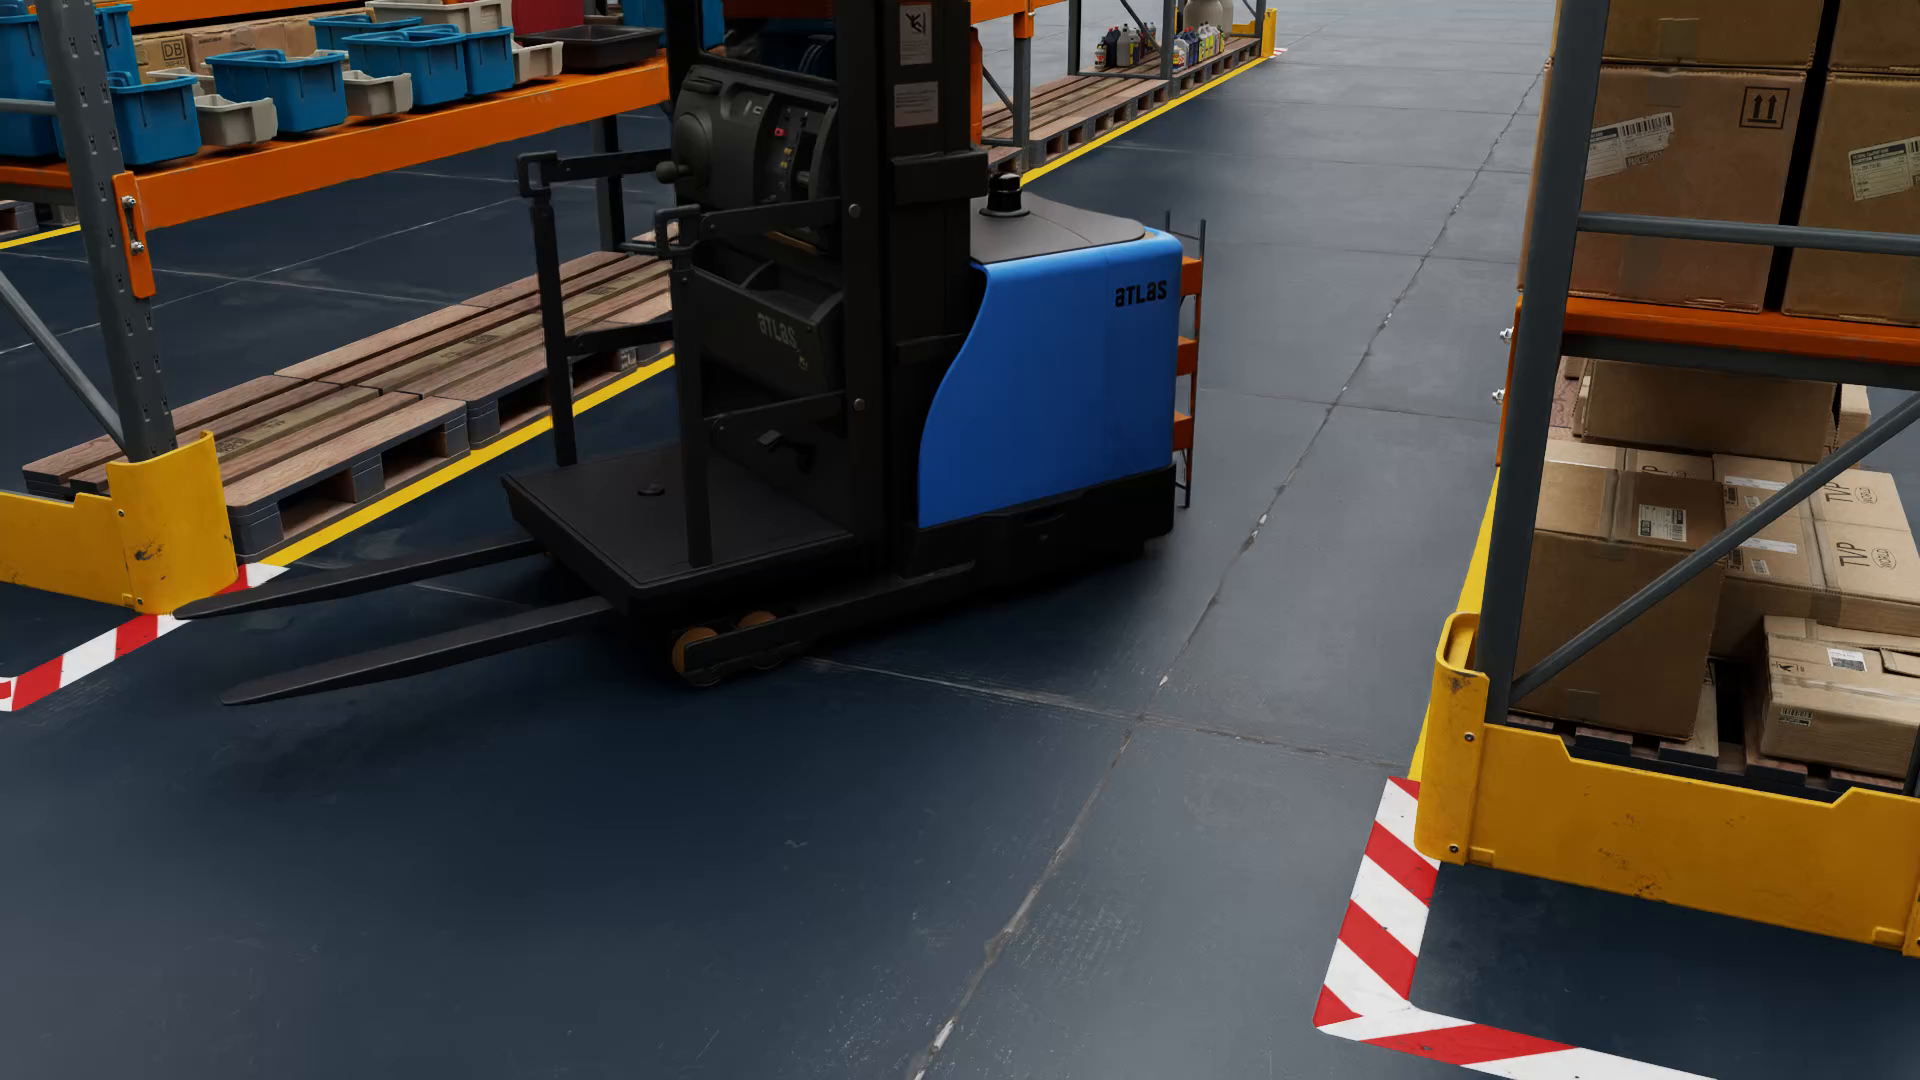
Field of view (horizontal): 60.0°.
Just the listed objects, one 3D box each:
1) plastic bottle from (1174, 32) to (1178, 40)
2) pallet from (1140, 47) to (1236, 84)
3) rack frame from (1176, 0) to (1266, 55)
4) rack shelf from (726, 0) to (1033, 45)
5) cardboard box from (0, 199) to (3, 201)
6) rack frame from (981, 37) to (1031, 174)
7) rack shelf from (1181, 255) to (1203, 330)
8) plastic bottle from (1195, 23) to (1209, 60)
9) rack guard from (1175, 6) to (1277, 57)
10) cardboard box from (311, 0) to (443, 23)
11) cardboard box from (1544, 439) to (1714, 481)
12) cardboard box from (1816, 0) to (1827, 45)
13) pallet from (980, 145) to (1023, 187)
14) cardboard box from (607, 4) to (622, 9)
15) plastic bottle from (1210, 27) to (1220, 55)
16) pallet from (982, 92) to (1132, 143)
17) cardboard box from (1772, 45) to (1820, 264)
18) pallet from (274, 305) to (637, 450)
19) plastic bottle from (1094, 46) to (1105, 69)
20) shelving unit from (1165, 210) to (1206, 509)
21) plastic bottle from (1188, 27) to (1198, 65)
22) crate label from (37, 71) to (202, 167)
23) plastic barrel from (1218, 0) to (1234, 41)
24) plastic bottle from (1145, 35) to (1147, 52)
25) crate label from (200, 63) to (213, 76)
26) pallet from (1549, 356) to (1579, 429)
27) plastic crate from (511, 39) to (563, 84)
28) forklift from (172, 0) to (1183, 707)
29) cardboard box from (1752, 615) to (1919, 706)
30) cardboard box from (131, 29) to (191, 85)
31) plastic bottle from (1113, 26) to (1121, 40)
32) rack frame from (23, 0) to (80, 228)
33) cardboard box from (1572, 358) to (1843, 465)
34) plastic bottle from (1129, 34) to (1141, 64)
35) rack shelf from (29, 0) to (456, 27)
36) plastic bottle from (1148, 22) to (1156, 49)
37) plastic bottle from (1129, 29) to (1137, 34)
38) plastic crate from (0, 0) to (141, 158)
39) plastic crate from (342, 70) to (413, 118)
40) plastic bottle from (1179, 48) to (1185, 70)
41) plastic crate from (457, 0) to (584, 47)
[{"bbox_3d":[2.060,-4.822,16.267,0.144,0.351,0.185,9,24,20],"label":"plastic bottle"},{"bbox_3d":[2.249,-4.977,17.390,1.003,0.211,1.213,9,24,20],"label":"pallet"},{"bbox_3d":[2.995,-7.022,18.670,1.000,3.000,0.127,9,24,20],"label":"rack frame"},{"bbox_3d":[-0.720,-3.112,10.241,1.077,0.370,4.000,9,24,20],"label":"rack shelf"},{"bbox_3d":[-6.380,-2.426,9.877,0.875,0.875,0.875,9,24,20],"label":"cardboard box"},{"bbox_3d":[0.023,-4.159,11.816,1.000,3.000,0.127,9,24,20],"label":"rack frame"},{"bbox_3d":[0.671,-0.855,5.726,0.240,0.259,0.215,-15,27,-31],"label":"rack shelf"},{"bbox_3d":[2.422,-5.021,16.744,0.144,0.351,0.185,9,24,20],"label":"plastic bottle"},{"bbox_3d":[3.010,-5.835,19.070,1.175,0.500,0.348,9,24,20],"label":"rack guard"},{"bbox_3d":[-4.851,-3.838,13.258,1.225,0.875,0.875,8,24,18],"label":"cardboard box"},{"bbox_3d":[2.003,-0.086,5.060,0.500,0.250,0.500,9,24,20],"label":"cardboard box"},{"bbox_3d":[2.246,-1.403,3.790,0.500,0.500,0.500,9,24,21],"label":"cardboard box"},{"bbox_3d":[-0.231,-2.585,11.664,1.003,0.211,1.213,9,24,20],"label":"pallet"},{"bbox_3d":[-3.337,-5.133,16.819,0.700,0.500,0.500,7,24,16],"label":"cardboard box"},{"bbox_3d":[2.601,-5.162,17.180,0.152,0.276,0.135,9,24,20],"label":"plastic bottle"},{"bbox_3d":[0.802,-3.579,14.046,1.003,0.211,1.213,9,24,20],"label":"pallet"},{"bbox_3d":[2.246,-0.939,3.976,0.500,0.500,0.500,9,24,20],"label":"cardboard box"},{"bbox_3d":[-2.151,-0.735,7.235,1.003,0.211,1.213,9,24,20],"label":"pallet"},{"bbox_3d":[1.355,-4.677,16.115,0.097,0.201,0.097,0,23,0],"label":"plastic bottle"},{"bbox_3d":[0.671,-0.603,5.831,0.252,1.050,0.215,-15,27,-31],"label":"shelving unit"},{"bbox_3d":[2.264,-4.869,16.380,0.144,0.351,0.185,8,24,18],"label":"plastic bottle"},{"bbox_3d":[-2.551,-1.288,5.082,0.416,0.233,0.303,9,24,20],"label":"crate label"},{"bbox_3d":[2.821,-5.822,18.478,0.421,0.512,0.421,0,23,0],"label":"plastic barrel"},{"bbox_3d":[1.905,-5.239,17.371,0.097,0.271,0.097,0,23,0],"label":"plastic bottle"},{"bbox_3d":[-2.612,-1.725,6.253,0.396,0.136,0.243,9,24,20],"label":"crate label"},{"bbox_3d":[2.879,-0.485,6.638,1.003,0.211,1.213,9,24,20],"label":"pallet"},{"bbox_3d":[-1.830,-1.968,6.834,0.293,0.136,0.466,9,24,20],"label":"plastic crate"},{"bbox_3d":[-0.781,-1.165,4.736,3.031,2.935,1.130,-15,27,-31],"label":"forklift"},{"bbox_3d":[2.217,0.328,4.178,0.380,0.166,0.250,9,24,20],"label":"cardboard box"},{"bbox_3d":[-5.842,-2.882,10.971,1.225,0.875,0.875,9,24,20],"label":"cardboard box"},{"bbox_3d":[1.552,-4.912,16.484,0.144,0.351,0.185,8,24,17],"label":"plastic bottle"},{"bbox_3d":[-6.061,-3.437,10.087,1.000,3.000,0.127,9,24,20],"label":"rack frame"},{"bbox_3d":[2.442,-0.396,5.473,0.797,0.503,0.637,9,24,20],"label":"cardboard box"},{"bbox_3d":[1.699,-4.865,16.469,0.152,0.276,0.135,9,24,20],"label":"plastic bottle"},{"bbox_3d":[-5.318,-3.821,11.939,1.077,0.370,4.000,9,24,20],"label":"rack shelf"},{"bbox_3d":[2.032,-5.362,17.664,0.097,0.271,0.097,0,23,0],"label":"plastic bottle"},{"bbox_3d":[1.736,-5.051,16.913,0.152,0.276,0.135,9,24,21],"label":"plastic bottle"},{"bbox_3d":[-2.997,-1.487,5.295,0.616,0.435,0.499,9,24,20],"label":"plastic crate"},{"bbox_3d":[-2.103,-1.590,5.928,0.250,0.136,0.298,9,24,20],"label":"plastic crate"},{"bbox_3d":[2.110,-4.627,15.995,0.097,0.201,0.097,0,23,0],"label":"plastic bottle"},{"bbox_3d":[-2.027,-2.502,7.686,0.402,0.464,0.583,9,24,20],"label":"plastic crate"}]
